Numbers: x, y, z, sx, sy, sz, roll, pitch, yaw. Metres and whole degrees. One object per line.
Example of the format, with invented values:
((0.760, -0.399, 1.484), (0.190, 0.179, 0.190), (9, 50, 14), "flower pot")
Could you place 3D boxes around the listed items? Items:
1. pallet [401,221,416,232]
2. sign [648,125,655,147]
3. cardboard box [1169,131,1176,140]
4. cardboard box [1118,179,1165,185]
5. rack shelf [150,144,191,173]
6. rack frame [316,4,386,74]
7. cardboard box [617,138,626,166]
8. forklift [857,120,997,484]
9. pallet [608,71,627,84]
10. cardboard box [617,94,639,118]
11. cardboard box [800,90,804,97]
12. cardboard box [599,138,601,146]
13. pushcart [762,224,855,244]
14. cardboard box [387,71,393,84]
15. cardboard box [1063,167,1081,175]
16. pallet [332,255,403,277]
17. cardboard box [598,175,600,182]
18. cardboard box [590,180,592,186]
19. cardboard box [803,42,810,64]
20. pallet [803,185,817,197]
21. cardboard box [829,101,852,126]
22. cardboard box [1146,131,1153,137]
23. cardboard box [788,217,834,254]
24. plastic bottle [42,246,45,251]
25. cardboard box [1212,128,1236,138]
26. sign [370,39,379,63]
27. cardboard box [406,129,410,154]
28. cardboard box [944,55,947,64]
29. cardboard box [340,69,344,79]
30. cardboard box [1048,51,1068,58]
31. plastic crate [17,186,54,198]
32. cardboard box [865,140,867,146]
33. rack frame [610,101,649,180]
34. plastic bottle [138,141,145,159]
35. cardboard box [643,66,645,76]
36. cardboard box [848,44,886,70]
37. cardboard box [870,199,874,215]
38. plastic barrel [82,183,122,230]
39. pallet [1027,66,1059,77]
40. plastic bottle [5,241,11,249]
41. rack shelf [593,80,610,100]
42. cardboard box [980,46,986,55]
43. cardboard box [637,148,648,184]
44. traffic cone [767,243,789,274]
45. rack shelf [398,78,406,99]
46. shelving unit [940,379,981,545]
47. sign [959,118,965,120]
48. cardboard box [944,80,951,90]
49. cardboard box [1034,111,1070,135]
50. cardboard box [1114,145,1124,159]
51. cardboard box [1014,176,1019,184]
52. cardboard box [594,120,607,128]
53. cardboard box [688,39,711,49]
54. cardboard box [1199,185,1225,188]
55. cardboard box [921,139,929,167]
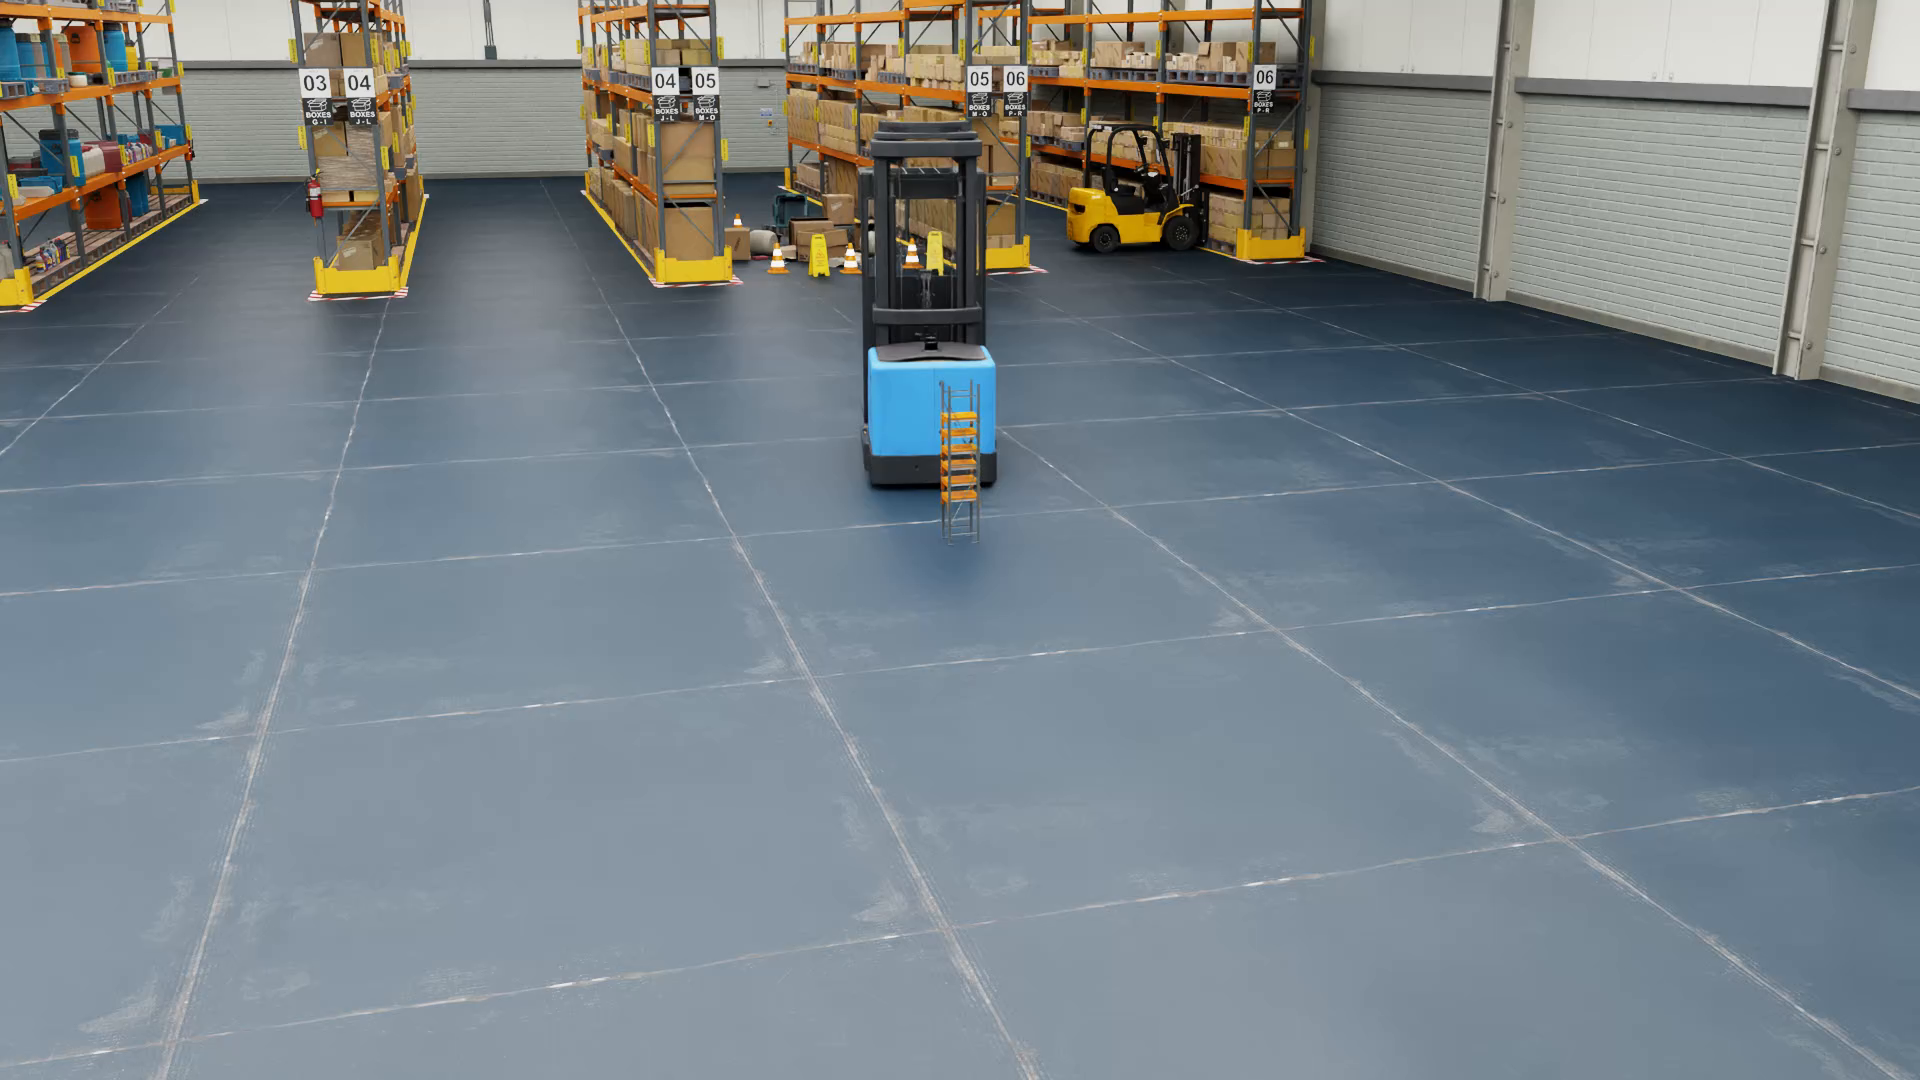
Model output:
((-11.297, -6.243, 32.870), (1.003, 0.211, 1.213), (-5, 17, -15), "pallet")
((-4.683, -6.135, 25.237), (0.100, 0.325, 0.005), (-5, 17, -15), "sign")
((4.153, -7.603, 31.249), (0.380, 0.149, 0.250), (-4, 17, -14), "cardboard box")
((3.678, -7.056, 34.124), (0.875, 0.625, 0.625), (-5, 18, -18), "cardboard box")
((-17.564, -8.278, 36.048), (1.077, 0.370, 4.000), (-5, 17, -15), "rack shelf")
((-10.054, -9.121, 27.176), (1.000, 3.000, 0.127), (-5, 17, -15), "rack frame")
((-6.212, -7.341, 31.504), (0.500, 0.500, 0.500), (-5, 17, -15), "cardboard box")
((-0.339, -2.239, 14.810), (1.130, 2.935, 3.031), (-1, 17, -5), "forklift")
((-6.128, -8.891, 31.952), (1.213, 0.211, 1.003), (-4, 17, -13), "pallet")
((-7.345, -9.639, 36.897), (0.500, 0.500, 0.500), (-4, 17, -14), "cardboard box")
((-3.606, -10.636, 39.607), (0.380, 0.149, 0.250), (-5, 17, -17), "cardboard box")
((-7.212, -8.183, 34.188), (0.380, 0.149, 0.250), (-5, 18, -18), "cardboard box")
((-2.704, -5.582, 30.379), (1.648, 0.377, 0.936), (-12, 20, -34), "pushcart")
((-10.502, -8.332, 30.023), (0.500, 0.250, 0.500), (-4, 17, -14), "cardboard box")
((2.535, -8.258, 37.217), (0.380, 0.149, 0.250), (-5, 17, -16), "cardboard box")
((-9.496, -4.392, 26.706), (1.003, 0.211, 1.213), (-5, 17, -15), "pallet")
((-7.987, -8.160, 37.594), (0.380, 0.149, 0.250), (-5, 17, -16), "cardboard box")
((-8.719, -8.597, 40.085), (0.380, 0.149, 0.250), (-4, 17, -14), "cardboard box")
((-3.413, -11.515, 39.281), (0.500, 0.500, 0.500), (-4, 17, -14), "cardboard box")
((-3.197, -8.464, 40.262), (1.003, 0.211, 1.213), (-5, 17, -15), "pallet")
((-2.578, -9.349, 36.451), (0.500, 0.500, 0.500), (-5, 17, -17), "cardboard box")
((3.850, -7.931, 32.339), (0.380, 0.149, 0.250), (-5, 17, -16), "cardboard box")
((-2.608, -5.338, 29.114), (0.797, 0.637, 0.503), (-5, 17, -15), "cardboard box")
((-14.312, -4.454, 26.021), (0.061, 0.283, 0.133), (-5, 17, -15), "plastic bottle")
((4.674, -7.176, 29.310), (0.380, 0.149, 0.250), (-4, 17, -14), "cardboard box")
((-8.433, -7.040, 23.941), (0.100, 0.325, 0.005), (-5, 17, -15), "sign")
((-11.732, -8.264, 34.575), (0.500, 0.500, 0.500), (-4, 17, -14), "cardboard box")
((-0.052, -8.054, 27.888), (0.380, 0.149, 0.250), (-5, 17, -17), "cardboard box")
((-8.808, -6.792, 24.203), (0.380, 0.149, 0.250), (-5, 17, -16), "cardboard box")
((2.188, -10.807, 37.018), (0.380, 0.149, 0.250), (-5, 17, -15), "cardboard box")
((-14.126, -5.301, 25.345), (0.530, 0.136, 0.437), (-5, 17, -15), "plastic crate")
((-1.714, -8.114, 33.958), (0.380, 0.149, 0.250), (-6, 18, -18), "cardboard box")
((-6.356, -7.719, 32.935), (1.000, 3.000, 0.127), (-5, 17, -15), "rack frame")
((-16.447, -7.818, 33.349), (0.144, 0.351, 0.185), (-5, 17, -15), "plastic bottle")
((-4.715, -7.277, 25.783), (0.380, 0.149, 0.250), (-4, 17, -14), "cardboard box")
((-1.873, -9.918, 34.131), (0.797, 0.503, 0.637), (-6, 18, -19), "cardboard box")
((-1.268, -6.720, 33.448), (0.950, 0.372, 0.625), (-5, 17, -16), "cardboard box")
((-16.066, -6.259, 31.117), (0.600, 0.830, 0.708), (-5, 17, -15), "plastic barrel")
((2.159, -10.799, 38.301), (1.213, 0.211, 1.003), (-5, 17, -15), "pallet")
((-14.993, -4.543, 26.201), (0.144, 0.351, 0.185), (-4, 17, -14), "plastic bottle")
((-6.906, -9.364, 34.449), (1.077, 0.370, 4.000), (-5, 17, -15), "rack shelf")
((0.829, -12.349, 42.008), (0.500, 0.250, 0.500), (-5, 17, -16), "cardboard box")
((-4.936, -6.274, 27.865), (0.875, 0.550, 0.550), (-5, 17, -15), "cardboard box")
((-2.938, -4.550, 26.796), (0.336, 0.463, 0.334), (-5, 17, -15), "traffic cone")
((-11.703, -9.000, 33.236), (1.077, 0.370, 4.000), (-5, 17, -15), "rack shelf")
((0.004, -0.571, 12.266), (0.258, 1.200, 0.189), (-5, 17, -15), "shelving unit")
((0.035, -6.593, 26.624), (0.100, 0.325, 0.005), (-5, 17, -15), "sign")
((-0.053, -7.601, 27.766), (0.380, 0.149, 0.250), (-5, 17, -16), "cardboard box")
((2.108, -9.592, 38.268), (0.700, 0.500, 0.500), (-5, 17, -15), "cardboard box")
((3.456, -7.893, 33.774), (0.500, 0.250, 0.500), (-4, 17, -13), "cardboard box")
((1.514, -8.759, 40.421), (0.396, 0.266, 0.258), (-4, 17, -13), "cardboard box")
((-7.573, -8.829, 35.302), (0.380, 0.149, 0.250), (-5, 17, -16), "cardboard box")
((-3.943, -7.571, 25.374), (0.380, 0.149, 0.250), (-5, 17, -15), "cardboard box")
((4.721, -6.529, 31.284), (0.500, 0.250, 0.500), (-5, 17, -16), "cardboard box")
((-0.387, -6.801, 29.190), (0.500, 0.500, 0.500), (-5, 17, -16), "cardboard box")
